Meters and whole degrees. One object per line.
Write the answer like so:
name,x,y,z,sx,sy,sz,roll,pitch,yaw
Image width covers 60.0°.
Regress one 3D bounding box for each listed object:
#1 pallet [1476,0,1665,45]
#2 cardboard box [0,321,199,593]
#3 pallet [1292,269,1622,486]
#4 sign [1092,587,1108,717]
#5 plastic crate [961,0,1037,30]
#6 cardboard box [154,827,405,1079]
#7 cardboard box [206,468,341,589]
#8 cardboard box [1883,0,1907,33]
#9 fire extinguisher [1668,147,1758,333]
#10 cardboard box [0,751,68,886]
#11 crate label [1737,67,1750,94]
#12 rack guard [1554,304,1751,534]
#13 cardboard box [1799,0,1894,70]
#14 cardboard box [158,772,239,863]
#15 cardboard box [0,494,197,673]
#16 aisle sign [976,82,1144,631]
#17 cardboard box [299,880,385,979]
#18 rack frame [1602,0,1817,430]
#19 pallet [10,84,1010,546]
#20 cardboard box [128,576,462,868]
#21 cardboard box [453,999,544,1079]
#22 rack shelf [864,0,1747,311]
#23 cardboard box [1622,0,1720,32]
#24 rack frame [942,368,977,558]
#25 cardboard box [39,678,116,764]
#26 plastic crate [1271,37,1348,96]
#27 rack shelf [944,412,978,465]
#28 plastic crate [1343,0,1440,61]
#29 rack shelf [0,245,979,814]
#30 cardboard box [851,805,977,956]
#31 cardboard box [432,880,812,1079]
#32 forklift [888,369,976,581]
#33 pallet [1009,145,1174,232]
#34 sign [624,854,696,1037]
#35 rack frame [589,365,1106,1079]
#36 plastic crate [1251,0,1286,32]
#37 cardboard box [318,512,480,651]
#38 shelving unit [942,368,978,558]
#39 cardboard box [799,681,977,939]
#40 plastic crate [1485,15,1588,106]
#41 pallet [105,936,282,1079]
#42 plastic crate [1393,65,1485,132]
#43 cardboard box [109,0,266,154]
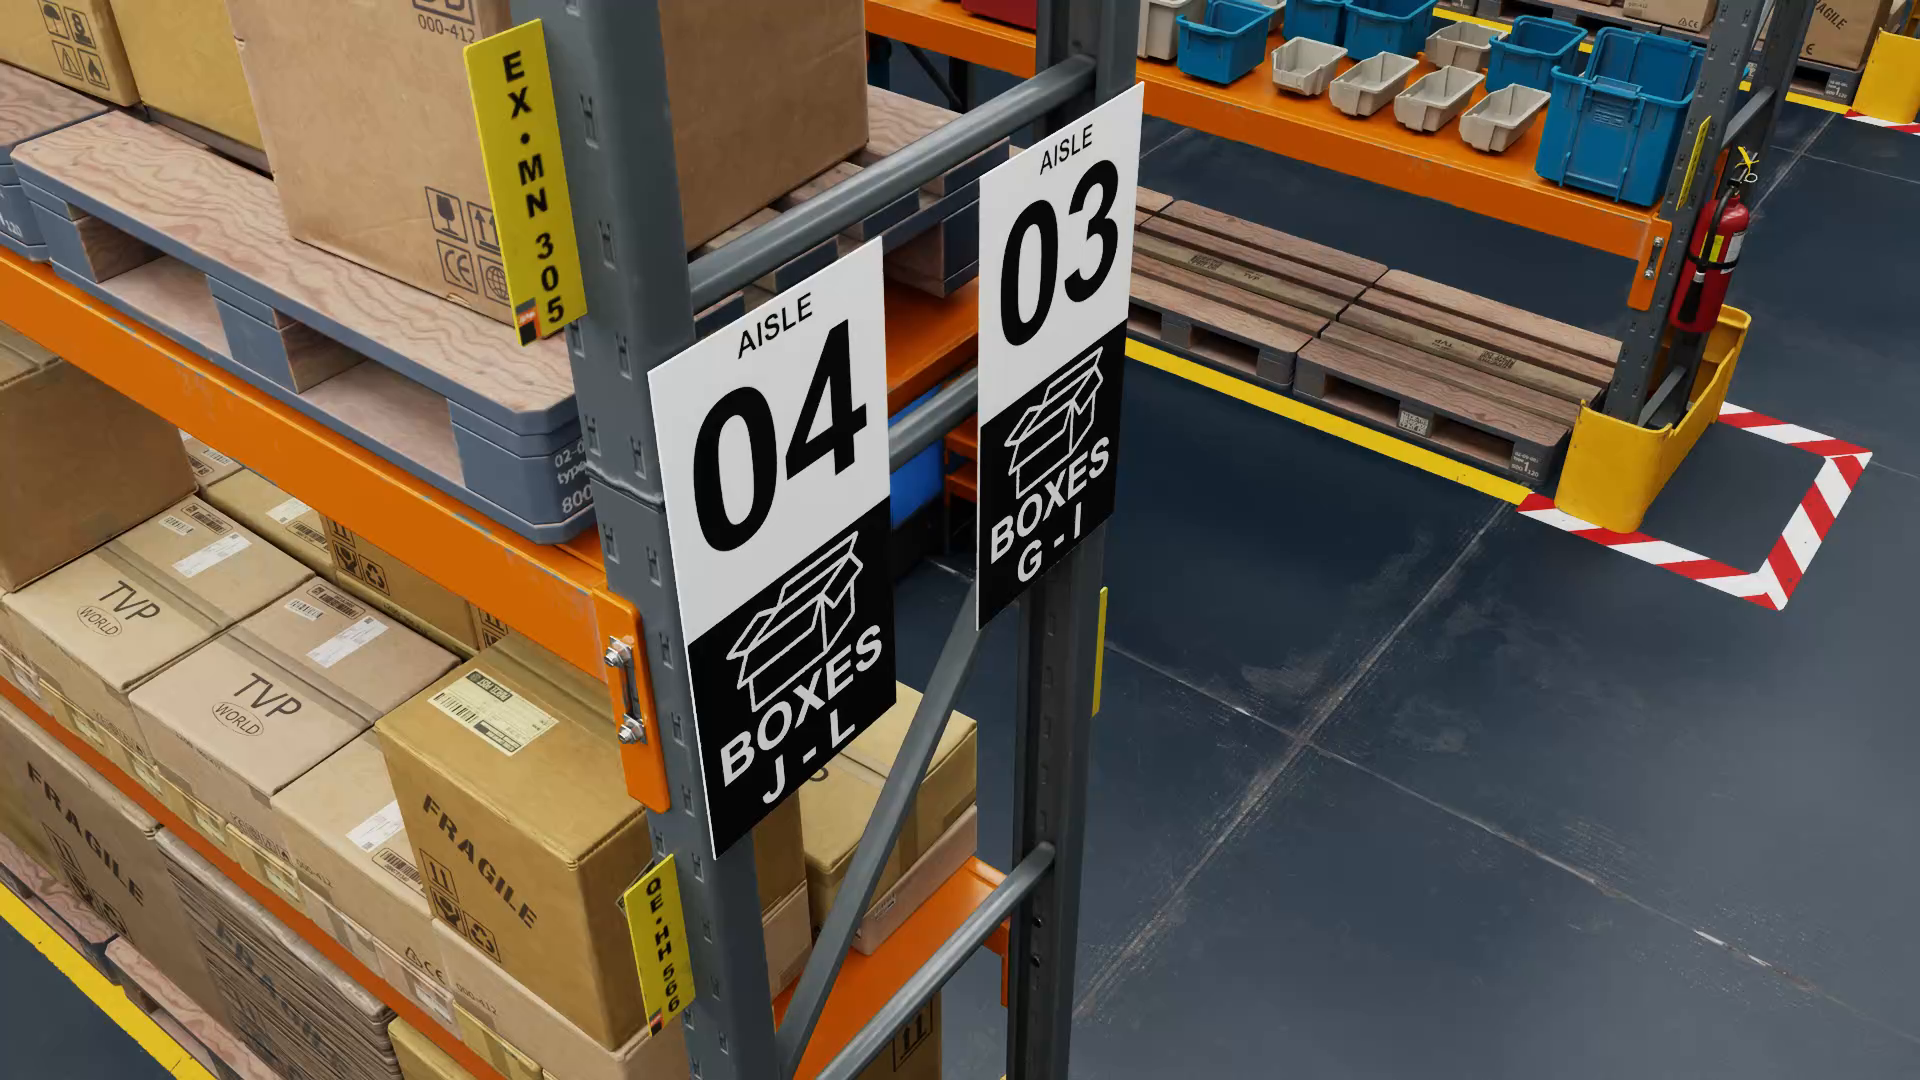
pallet,4.270,-3.652,11.244,1.213,0.211,1.003,25,45,29
cardboard box,-2.242,-0.283,3.951,0.500,0.500,0.500,24,44,27
pallet,2.285,-0.772,7.565,1.213,0.211,1.003,25,45,29
sign,0.250,0.241,3.242,0.005,0.325,0.100,25,45,29
plastic crate,0.296,-2.632,7.578,0.583,0.464,0.402,25,45,29
cardboard box,-1.372,1.013,4.406,0.875,0.875,0.875,25,45,29
cardboard box,-1.541,-0.062,4.276,0.500,0.250,0.500,24,44,28
cardboard box,5.805,-3.342,10.542,0.250,0.149,0.380,25,45,29
fire extinguisher,2.761,-1.086,6.069,0.183,0.674,0.296,25,45,29
cardboard box,-2.794,0.342,5.263,0.875,0.875,0.875,25,45,29
crate label,2.921,-1.754,6.644,0.303,0.233,0.416,25,45,29
rack guard,2.944,-0.556,7.054,0.348,0.500,1.175,25,45,29
cardboard box,5.348,-3.239,10.124,0.500,0.500,0.500,25,45,29
cardboard box,-1.594,0.531,3.843,0.250,0.149,0.380,25,45,29
cardboard box,-2.248,0.011,4.183,0.500,0.250,0.500,26,45,30
aisle sign,0.147,-0.261,2.541,0.004,0.787,0.394,25,45,29
cardboard box,-1.180,0.724,3.596,0.250,0.149,0.380,26,45,29
rack frame,2.917,-1.543,6.287,0.127,3.000,1.000,25,45,29
pallet,-0.688,-0.536,2.640,1.213,0.211,1.003,25,45,29
cardboard box,-1.445,0.392,3.696,0.500,0.250,0.500,24,44,27
cardboard box,-0.783,0.913,3.355,0.250,0.149,0.380,26,45,29
rack shelf,1.328,-2.008,7.466,4.000,0.370,1.077,25,45,29
cardboard box,4.611,-3.511,10.674,0.500,0.250,0.500,25,45,29
rack frame,0.011,-0.464,6.370,0.015,1.200,0.240,24,44,28
cardboard box,-1.997,0.340,4.086,0.250,0.149,0.380,24,44,27
plastic crate,1.455,-1.989,7.022,0.250,0.136,0.298,25,45,29
rack shelf,0.207,-0.322,6.297,0.480,0.148,0.258,24,44,28
plastic crate,1.875,-2.247,7.274,0.300,0.233,0.416,25,45,29
rack shelf,-1.681,-0.764,3.443,4.000,0.370,1.077,25,45,29
cardboard box,-0.174,0.687,3.643,0.250,0.149,0.380,26,45,29
cardboard box,-0.638,0.773,3.210,0.500,0.250,0.500,25,44,28
forklift,-1.251,-1.680,6.518,3.031,2.935,1.130,24,44,28
pallet,0.347,-1.686,8.733,1.213,0.211,1.003,25,45,29
sign,-0.433,0.594,2.427,0.005,0.325,0.100,25,45,29
rack frame,-0.092,0.883,3.189,0.127,3.000,1.000,25,45,29
plastic crate,1.305,-2.455,7.618,0.466,0.136,0.293,25,45,29
cardboard box,-1.122,-0.161,3.794,0.500,0.500,0.500,24,44,27
shelving unit,0.207,-0.375,6.256,0.503,1.200,0.258,24,44,28
cardboard box,-0.309,0.513,3.542,0.500,0.250,0.500,24,44,27
plastic crate,2.398,-2.001,6.959,0.300,0.233,0.416,25,45,29
pallet,-1.740,1.262,4.967,1.213,0.211,1.003,25,45,29
plastic crate,1.938,-1.795,6.774,0.243,0.136,0.396,25,45,29
cardboard box,-0.912,-0.981,2.633,0.500,0.500,0.700,24,44,27
